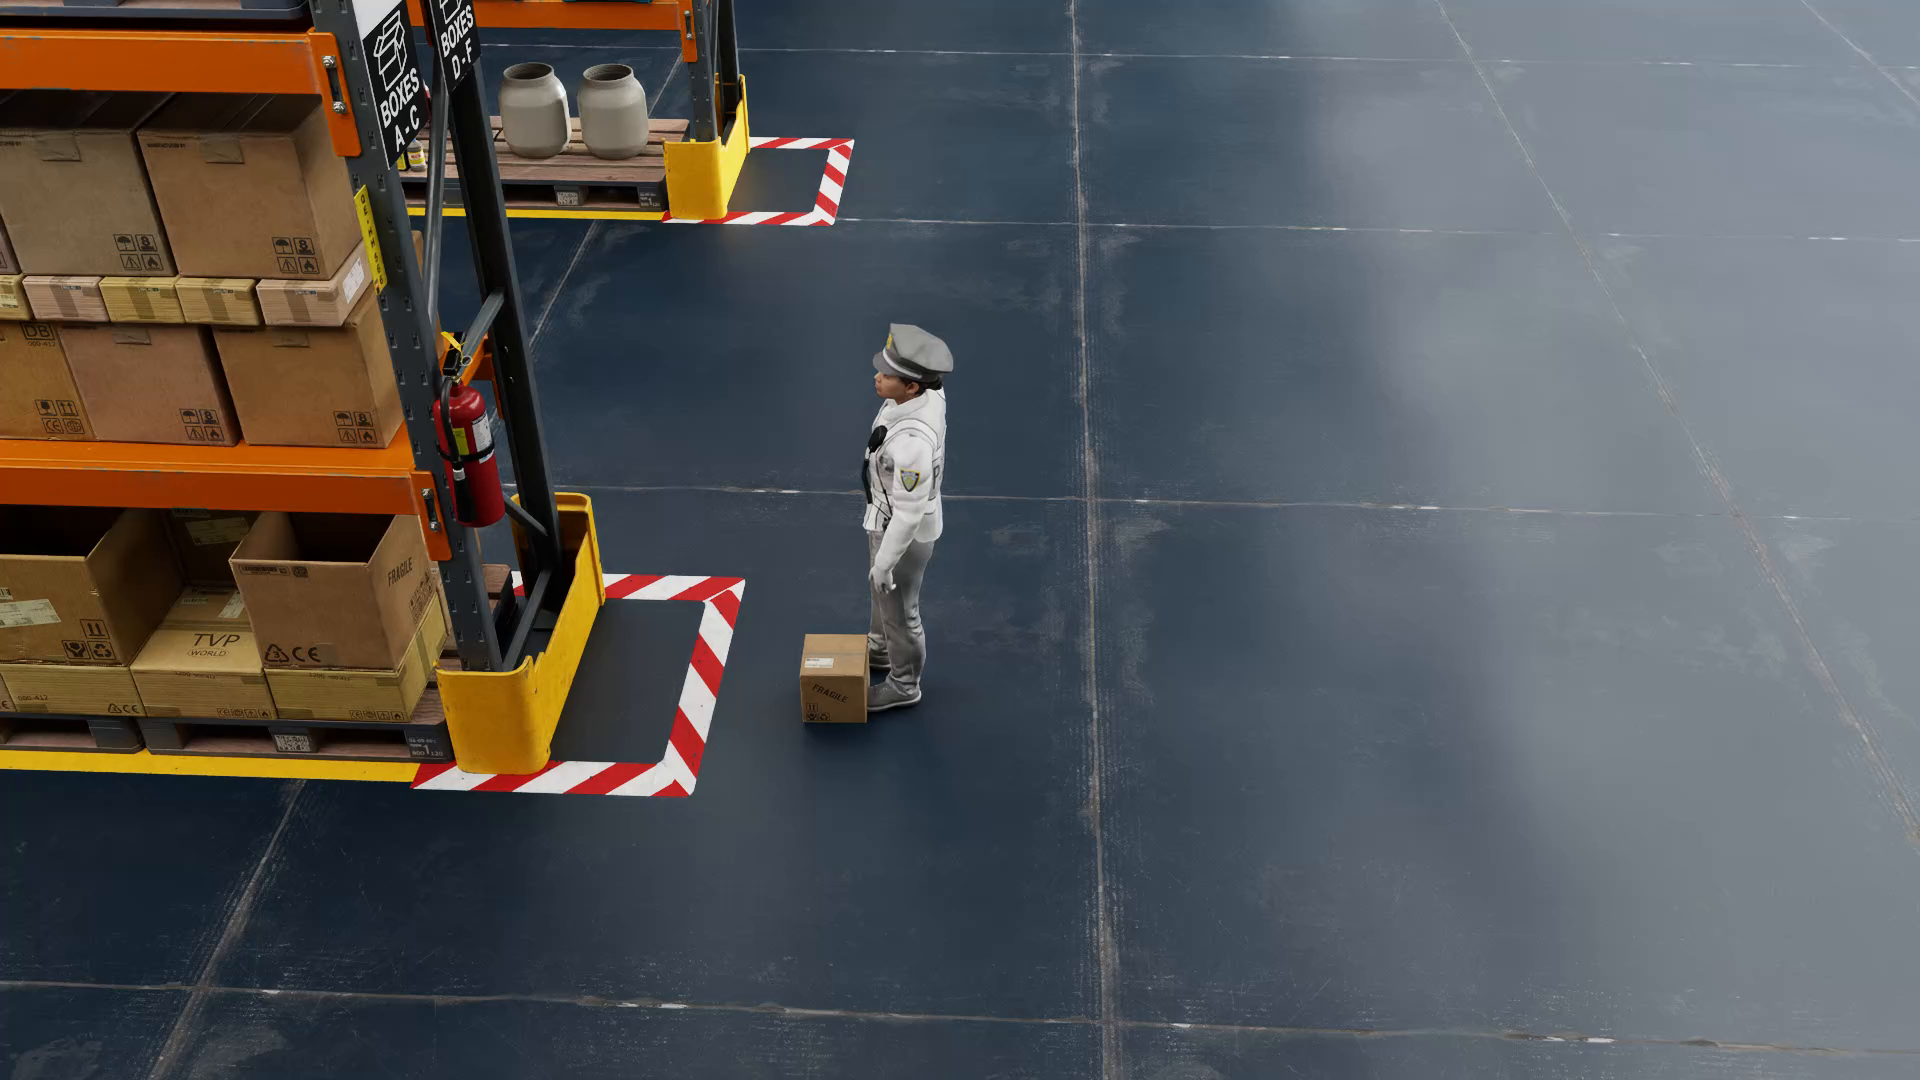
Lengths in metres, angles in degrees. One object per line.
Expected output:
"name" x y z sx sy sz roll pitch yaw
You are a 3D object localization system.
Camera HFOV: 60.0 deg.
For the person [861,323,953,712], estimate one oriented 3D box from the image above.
"person" -0.286 -0.054 6.177 0.531 1.696 0.588 1 36 2
